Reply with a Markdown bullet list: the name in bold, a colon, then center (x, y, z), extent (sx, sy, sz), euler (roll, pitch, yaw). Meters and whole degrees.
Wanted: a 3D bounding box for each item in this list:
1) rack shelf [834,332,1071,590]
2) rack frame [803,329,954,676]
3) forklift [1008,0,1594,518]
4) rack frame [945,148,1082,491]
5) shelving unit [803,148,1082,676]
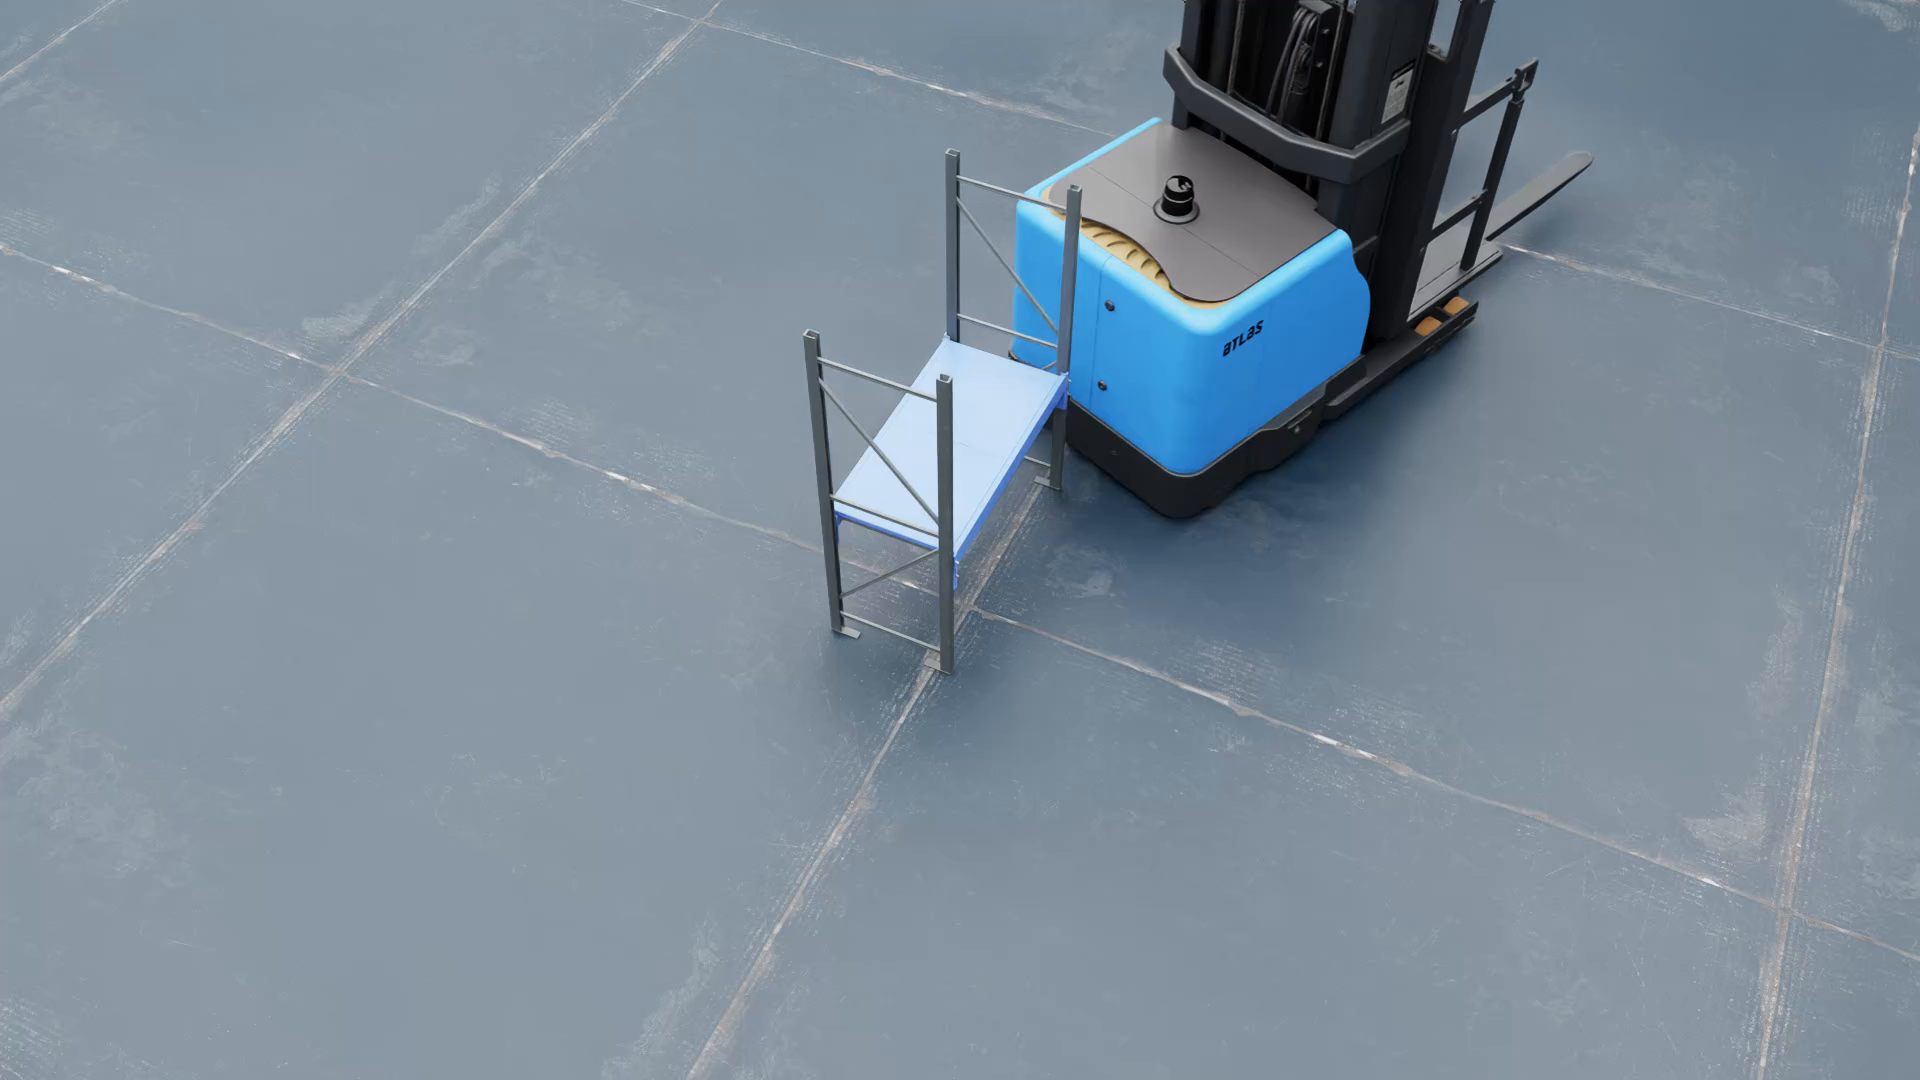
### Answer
- **rack shelf**: center (-0.036, -0.311, 6.081), extent (0.538, 0.185, 1.000), euler (20, 52, 16)
- **rack frame**: center (-0.254, -0.077, 5.646), extent (0.500, 1.500, 0.032), euler (20, 52, 16)
- **forklift**: center (1.630, -2.024, 6.363), extent (3.031, 2.935, 1.130), euler (-34, 58, -26)
- **rack frame**: center (0.181, -0.777, 6.242), extent (0.500, 1.500, 0.032), euler (20, 52, 16)
- **shelving unit**: center (-0.036, -0.427, 5.944), extent (0.538, 1.500, 1.048), euler (20, 52, 16)
